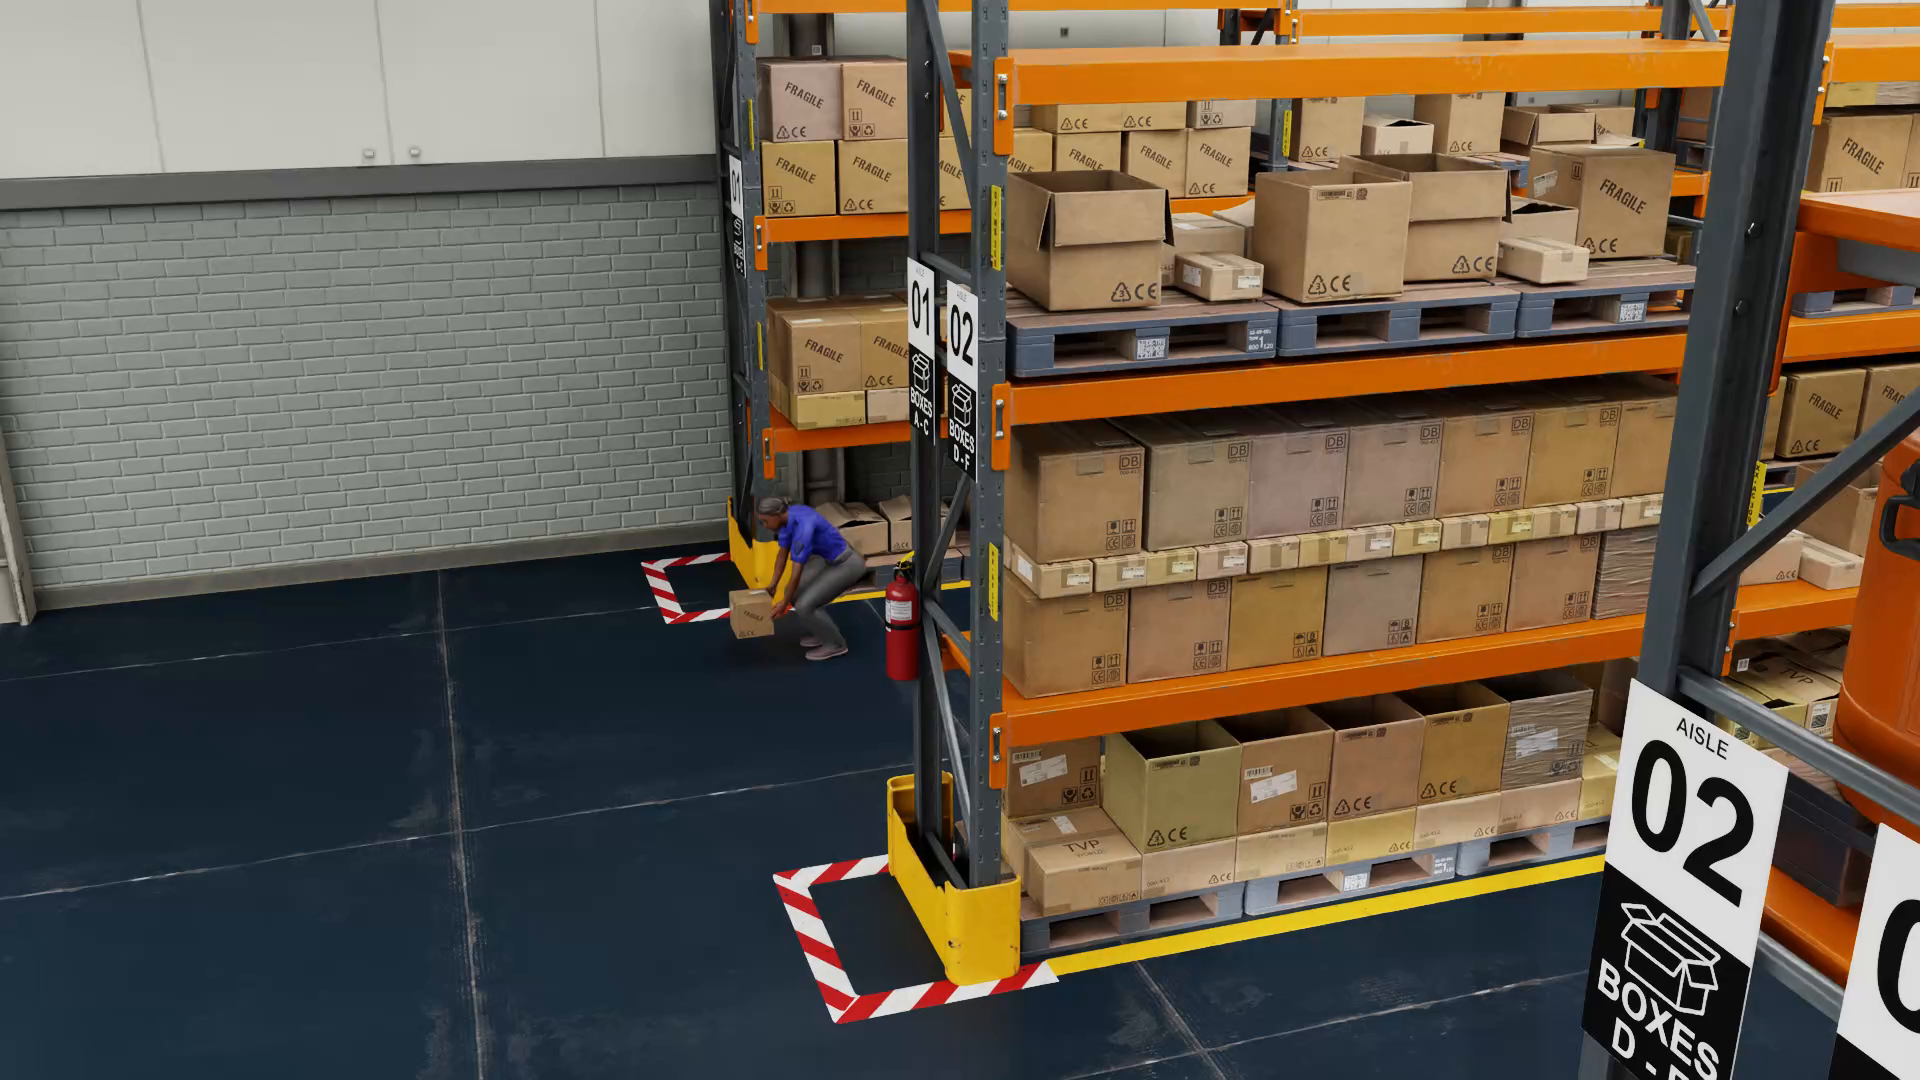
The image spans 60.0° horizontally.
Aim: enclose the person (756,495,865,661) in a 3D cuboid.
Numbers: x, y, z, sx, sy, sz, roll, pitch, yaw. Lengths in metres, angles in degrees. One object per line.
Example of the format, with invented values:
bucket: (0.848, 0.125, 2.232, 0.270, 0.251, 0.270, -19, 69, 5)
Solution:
person: (-0.995, 0.225, 11.185, 0.726, 1.168, 0.500, -5, 20, -15)
